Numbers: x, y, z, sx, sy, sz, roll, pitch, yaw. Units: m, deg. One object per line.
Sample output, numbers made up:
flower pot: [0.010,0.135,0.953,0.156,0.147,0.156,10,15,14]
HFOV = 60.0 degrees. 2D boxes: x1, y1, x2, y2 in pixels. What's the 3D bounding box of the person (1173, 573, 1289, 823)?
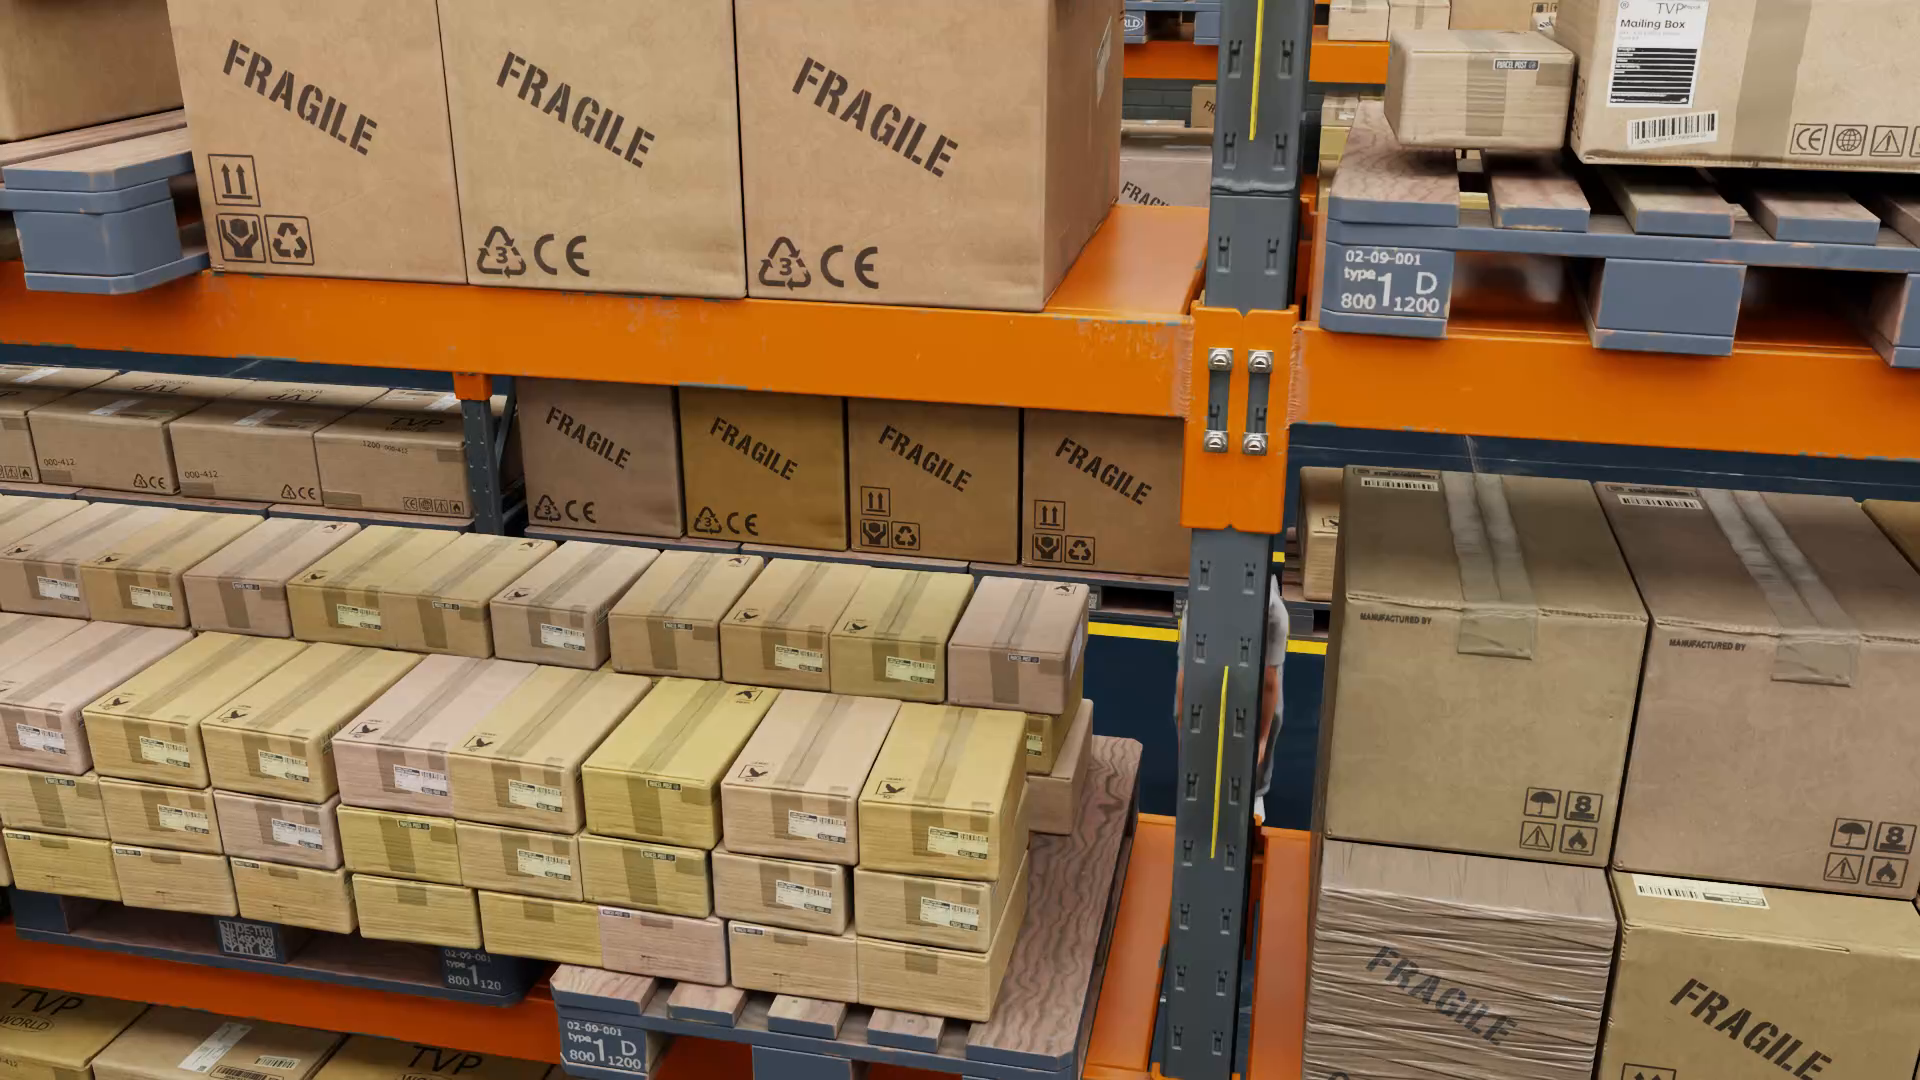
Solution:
person: [1.012,0.592,6.256,0.417,1.193,0.853,4,22,9]
